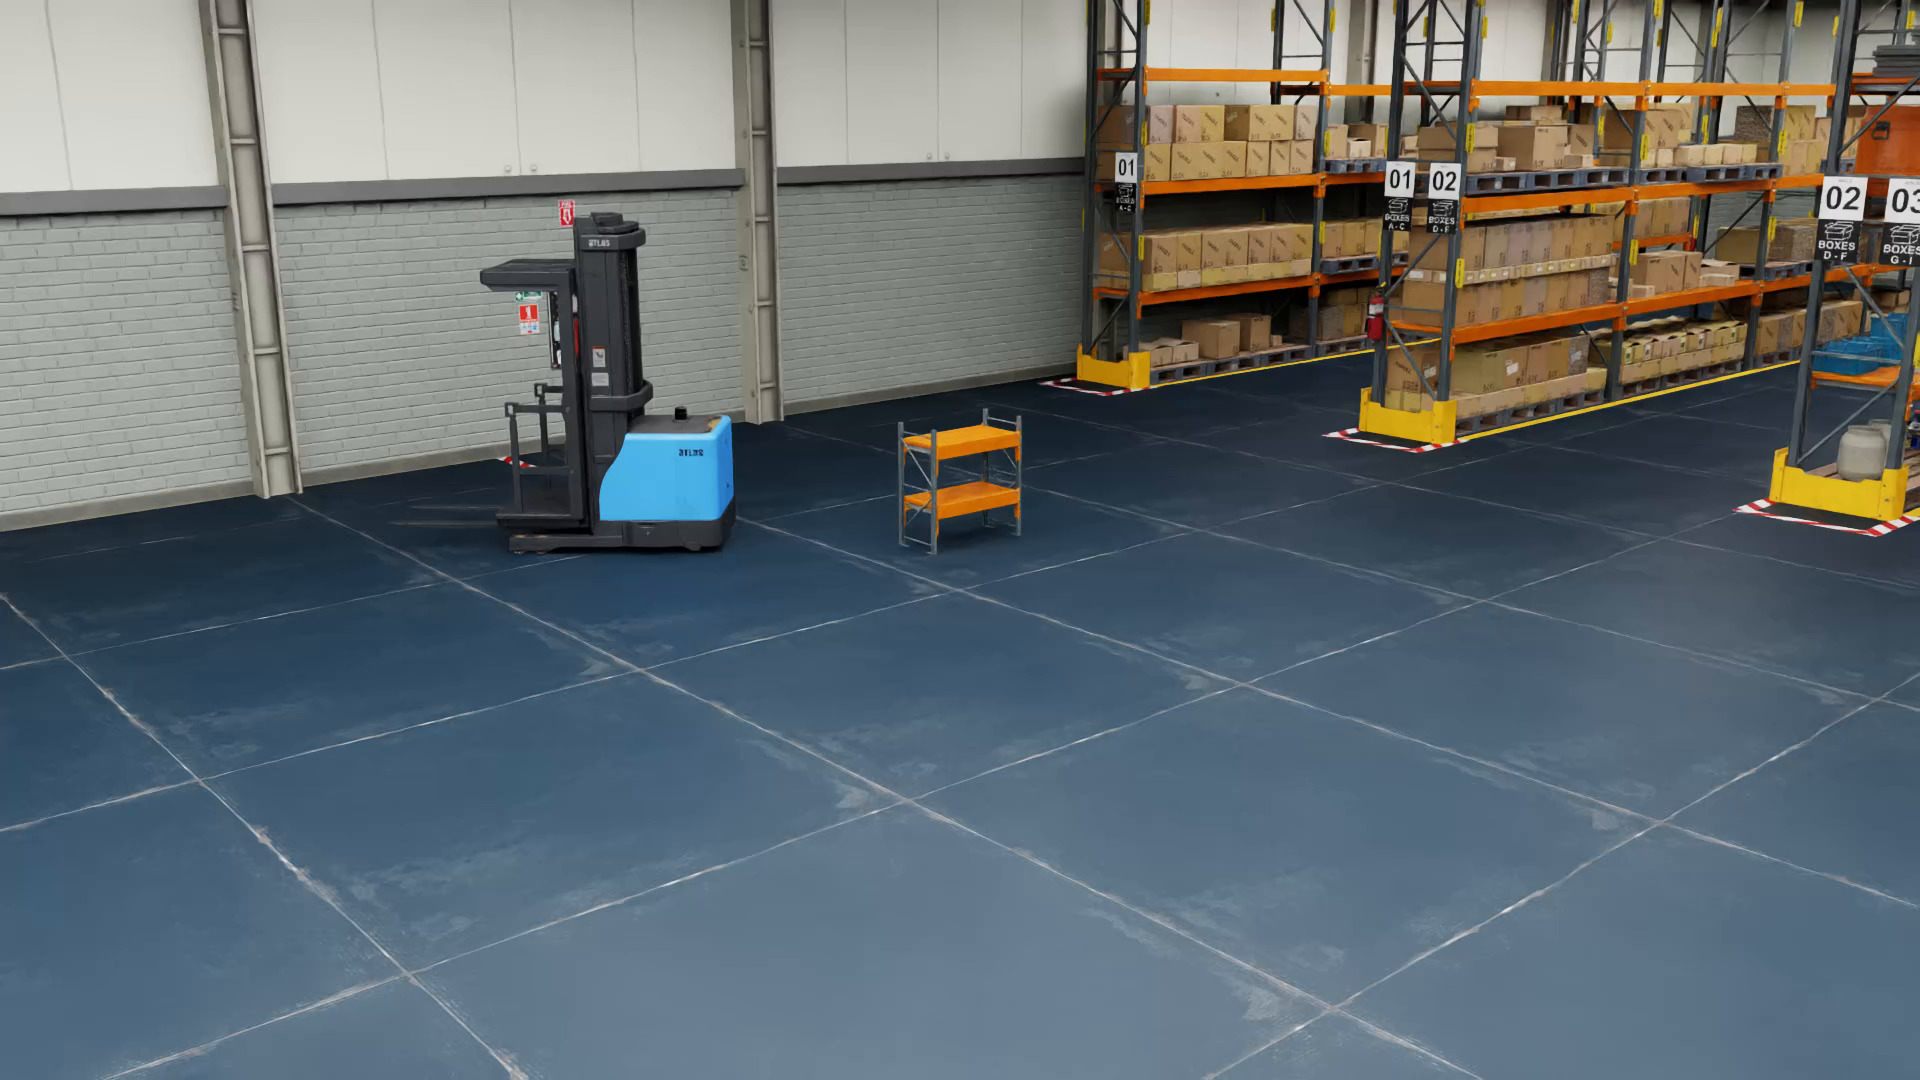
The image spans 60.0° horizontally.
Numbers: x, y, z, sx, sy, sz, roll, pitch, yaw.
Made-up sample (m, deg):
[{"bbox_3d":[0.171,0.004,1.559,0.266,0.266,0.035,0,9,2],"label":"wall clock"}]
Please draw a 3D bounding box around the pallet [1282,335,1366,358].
[{"bbox_3d":[5.714,-3.135,26.578,1.213,0.211,1.003,-13,19,-39],"label":"pallet"}]

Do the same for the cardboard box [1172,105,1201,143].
[{"bbox_3d":[2.972,-5.756,23.004,0.500,0.500,0.500,-13,20,-40],"label":"cardboard box"}]

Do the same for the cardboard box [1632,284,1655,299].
[{"bbox_3d":[9.185,-3.375,22.561,0.250,0.149,0.380,-13,19,-39],"label":"cardboard box"}]

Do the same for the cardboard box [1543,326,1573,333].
[{"bbox_3d":[7.827,-2.606,22.253,0.500,0.500,0.500,-13,19,-39],"label":"cardboard box"}]

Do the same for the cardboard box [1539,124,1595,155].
[{"bbox_3d":[7.830,-5.120,21.516,0.500,0.500,0.500,-11,18,-35],"label":"cardboard box"}]

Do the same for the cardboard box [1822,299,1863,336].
[{"bbox_3d":[14.234,-3.607,26.933,0.500,0.500,0.500,-13,20,-40],"label":"cardboard box"}]

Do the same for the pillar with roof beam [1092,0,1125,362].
[{"bbox_3d":[4.897,-6.020,20.349,0.400,9.000,9.100,-13,19,-39],"label":"pillar with roof beam"}]

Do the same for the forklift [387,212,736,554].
[{"bbox_3d":[-3.630,-1.428,14.918,3.031,2.935,1.130,0,15,1],"label":"forklift"}]

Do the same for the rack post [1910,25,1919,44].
[{"bbox_3d":[10.055,-4.940,16.453,0.954,0.300,0.937,-13,20,-40],"label":"rack post"}]

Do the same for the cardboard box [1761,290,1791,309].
[{"bbox_3d":[12.760,-3.820,26.276,0.500,0.250,0.500,-13,20,-40],"label":"cardboard box"}]

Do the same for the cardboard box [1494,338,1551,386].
[{"bbox_3d":[7.049,-2.247,20.910,0.500,0.500,0.500,-13,19,-39],"label":"cardboard box"}]

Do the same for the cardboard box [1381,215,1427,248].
[{"bbox_3d":[7.394,-5.107,27.511,0.700,0.500,0.500,14,20,42],"label":"cardboard box"}]

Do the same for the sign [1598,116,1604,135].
[{"bbox_3d":[11.527,-7.452,29.913,0.005,0.325,0.100,-13,19,-39],"label":"sign"}]

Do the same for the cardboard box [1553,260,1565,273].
[{"bbox_3d":[7.359,-3.446,20.886,0.250,0.149,0.380,-12,19,-38],"label":"cardboard box"}]

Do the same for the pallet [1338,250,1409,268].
[{"bbox_3d":[6.679,-4.592,27.000,1.213,0.211,1.003,-13,19,-39],"label":"pallet"}]

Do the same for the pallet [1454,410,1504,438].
[{"bbox_3d":[5.915,-1.499,20.454,1.213,0.211,1.003,-13,19,-39],"label":"pallet"}]

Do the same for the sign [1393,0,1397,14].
[{"bbox_3d":[5.020,-6.205,19.078,0.005,0.325,0.100,-13,19,-39],"label":"sign"}]

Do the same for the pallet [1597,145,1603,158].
[{"bbox_3d":[11.787,-7.248,30.933,1.213,0.211,1.003,-13,19,-39],"label":"pallet"}]

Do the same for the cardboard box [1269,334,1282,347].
[{"bbox_3d":[4.744,-3.097,25.671,0.380,0.166,0.250,13,20,40],"label":"cardboard box"}]

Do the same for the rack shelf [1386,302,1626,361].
[{"bbox_3d":[6.874,-2.700,20.940,4.000,0.370,1.077,-13,19,-39],"label":"rack shelf"}]

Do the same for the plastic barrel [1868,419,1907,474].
[{"bbox_3d":[9.438,-0.956,17.024,0.421,0.512,0.421,0,15,0],"label":"plastic barrel"}]

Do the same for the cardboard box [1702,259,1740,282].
[{"bbox_3d":[11.097,-3.968,24.465,0.500,0.311,0.500,-11,19,-36],"label":"cardboard box"}]

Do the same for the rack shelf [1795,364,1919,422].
[{"bbox_3d":[10.123,-1.735,17.327,4.000,0.370,1.077,-13,19,-39],"label":"rack shelf"}]

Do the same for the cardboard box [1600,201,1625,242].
[{"bbox_3d":[12.137,-6.062,31.549,0.700,0.700,0.980,-13,20,-41],"label":"cardboard box"}]

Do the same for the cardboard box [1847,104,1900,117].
[{"bbox_3d":[14.759,-6.812,26.996,0.500,0.500,0.700,-13,19,-39],"label":"cardboard box"}]

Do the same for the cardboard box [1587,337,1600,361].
[{"bbox_3d":[8.500,-2.656,22.809,0.500,0.311,0.500,-13,19,-39],"label":"cardboard box"}]

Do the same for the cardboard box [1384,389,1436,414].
[{"bbox_3d":[5.576,-1.732,20.435,0.500,0.250,0.500,-13,19,-39],"label":"cardboard box"}]

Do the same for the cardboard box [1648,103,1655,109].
[{"bbox_3d":[12.638,-7.935,31.161,0.500,0.500,0.500,-12,19,-39],"label":"cardboard box"}]

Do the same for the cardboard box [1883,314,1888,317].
[{"bbox_3d":[15.522,-3.763,28.162,0.250,0.166,0.380,-13,19,-39],"label":"cardboard box"}]

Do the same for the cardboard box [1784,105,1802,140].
[{"bbox_3d":[12.118,-6.204,24.719,0.500,0.500,0.500,-13,19,-39],"label":"cardboard box"}]

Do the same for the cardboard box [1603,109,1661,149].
[{"bbox_3d":[8.874,-5.425,21.959,0.500,0.500,0.500,-12,19,-39],"label":"cardboard box"}]

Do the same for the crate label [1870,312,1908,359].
[{"bbox_3d":[9.825,-2.125,17.326,0.616,0.435,0.502,-13,19,-39],"label":"crate label"}]

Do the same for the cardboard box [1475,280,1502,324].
[{"bbox_3d":[6.119,-2.924,20.189,0.500,0.500,0.700,-12,19,-38],"label":"cardboard box"}]

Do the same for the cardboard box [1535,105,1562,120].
[{"bbox_3d":[10.413,-7.654,29.781,0.500,0.250,0.500,-11,18,-35],"label":"cardboard box"}]

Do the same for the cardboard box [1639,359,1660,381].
[{"bbox_3d":[9.236,-2.367,22.814,0.500,0.250,0.500,-12,19,-38],"label":"cardboard box"}]

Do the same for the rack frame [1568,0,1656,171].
[{"bbox_3d":[8.383,-6.285,21.341,0.127,3.000,1.000,-13,19,-39],"label":"rack frame"}]

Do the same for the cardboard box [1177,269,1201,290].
[{"bbox_3d":[3.069,-3.721,23.621,0.500,0.250,0.500,-13,20,-41],"label":"cardboard box"}]

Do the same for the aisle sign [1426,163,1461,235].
[{"bbox_3d":[5.517,-3.894,18.978,0.004,0.787,0.394,-13,19,-39],"label":"aisle sign"}]

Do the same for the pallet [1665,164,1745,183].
[{"bbox_3d":[10.105,-5.100,23.082,1.213,0.211,1.003,-12,19,-37],"label":"pallet"}]

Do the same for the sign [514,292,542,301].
[{"bbox_3d":[-4.820,-2.731,18.564,0.331,0.109,0.001,-13,19,-39],"label":"sign"}]

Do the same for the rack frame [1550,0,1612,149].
[{"bbox_3d":[11.163,-8.604,30.023,0.127,3.000,1.000,-13,19,-39],"label":"rack frame"}]

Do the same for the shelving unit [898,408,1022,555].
[{"bbox_3d":[0.005,-0.545,15.109,1.048,1.125,0.538,-13,19,-39],"label":"shelving unit"}]

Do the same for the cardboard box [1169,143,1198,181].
[{"bbox_3d":[2.955,-5.272,23.128,0.500,0.500,0.500,-11,19,-36],"label":"cardboard box"}]

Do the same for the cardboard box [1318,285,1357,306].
[{"bbox_3d":[6.002,-3.921,26.653,0.500,0.250,0.500,-13,20,-41],"label":"cardboard box"}]

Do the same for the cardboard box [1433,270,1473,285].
[{"bbox_3d":[5.802,-3.095,19.574,0.250,0.149,0.380,-13,20,-40],"label":"cardboard box"}]

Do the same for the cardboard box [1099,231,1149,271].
[{"bbox_3d":[2.327,-4.093,23.560,0.500,0.500,0.500,-13,20,-40],"label":"cardboard box"}]

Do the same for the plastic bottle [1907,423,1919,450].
[{"bbox_3d":[10.403,-1.134,18.107,0.135,0.276,0.152,-13,19,-39],"label":"plastic bottle"}]

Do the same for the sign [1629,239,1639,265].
[{"bbox_3d":[8.748,-3.735,21.590,0.005,0.325,0.100,-13,19,-39],"label":"sign"}]

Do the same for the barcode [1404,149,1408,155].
[{"bbox_3d":[5.276,-4.583,19.659,0.075,0.075,0.001,-13,19,-39],"label":"barcode"}]

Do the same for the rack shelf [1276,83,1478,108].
[{"bbox_3d":[6.637,-7.047,26.362,4.000,0.370,1.077,-13,19,-39],"label":"rack shelf"}]

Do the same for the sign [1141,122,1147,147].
[{"bbox_3d":[2.467,-5.438,22.291,0.005,0.325,0.100,-13,19,-39],"label":"sign"}]

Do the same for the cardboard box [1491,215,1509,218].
[{"bbox_3d":[9.081,-5.349,28.653,0.500,0.500,0.500,-12,19,-38],"label":"cardboard box"}]

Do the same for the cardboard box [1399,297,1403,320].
[{"bbox_3d":[7.172,-3.836,27.789,0.500,0.500,0.700,-13,20,-39],"label":"cardboard box"}]

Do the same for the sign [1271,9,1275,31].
[{"bbox_3d":[4.759,-7.883,25.209,0.005,0.325,0.100,-13,19,-39],"label":"sign"}]
